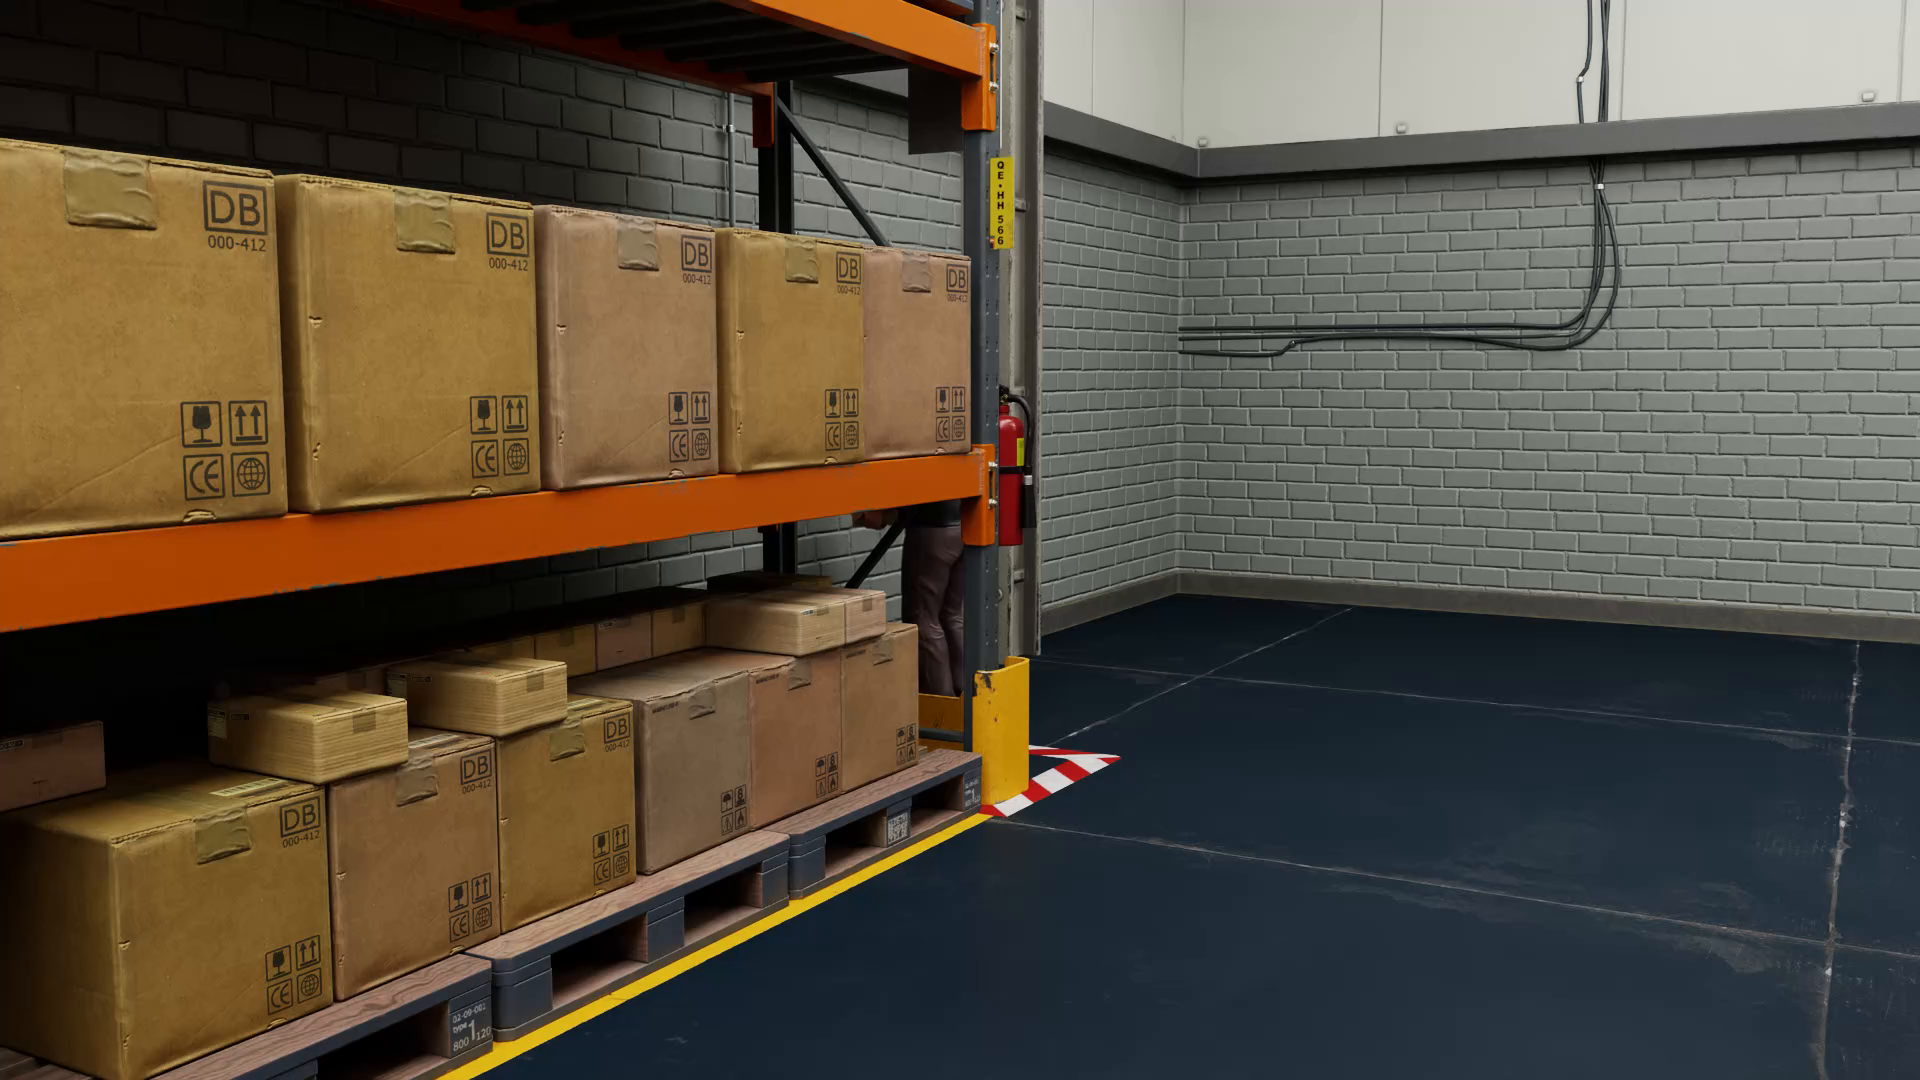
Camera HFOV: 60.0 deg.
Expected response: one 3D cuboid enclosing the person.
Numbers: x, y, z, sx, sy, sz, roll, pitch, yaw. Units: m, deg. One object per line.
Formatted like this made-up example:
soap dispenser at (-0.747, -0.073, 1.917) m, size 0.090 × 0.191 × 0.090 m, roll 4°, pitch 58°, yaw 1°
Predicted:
person at (-0.174, 0.013, 7.531) m, size 0.551 × 1.637 × 0.494 m, roll 3°, pitch 7°, yaw 27°
